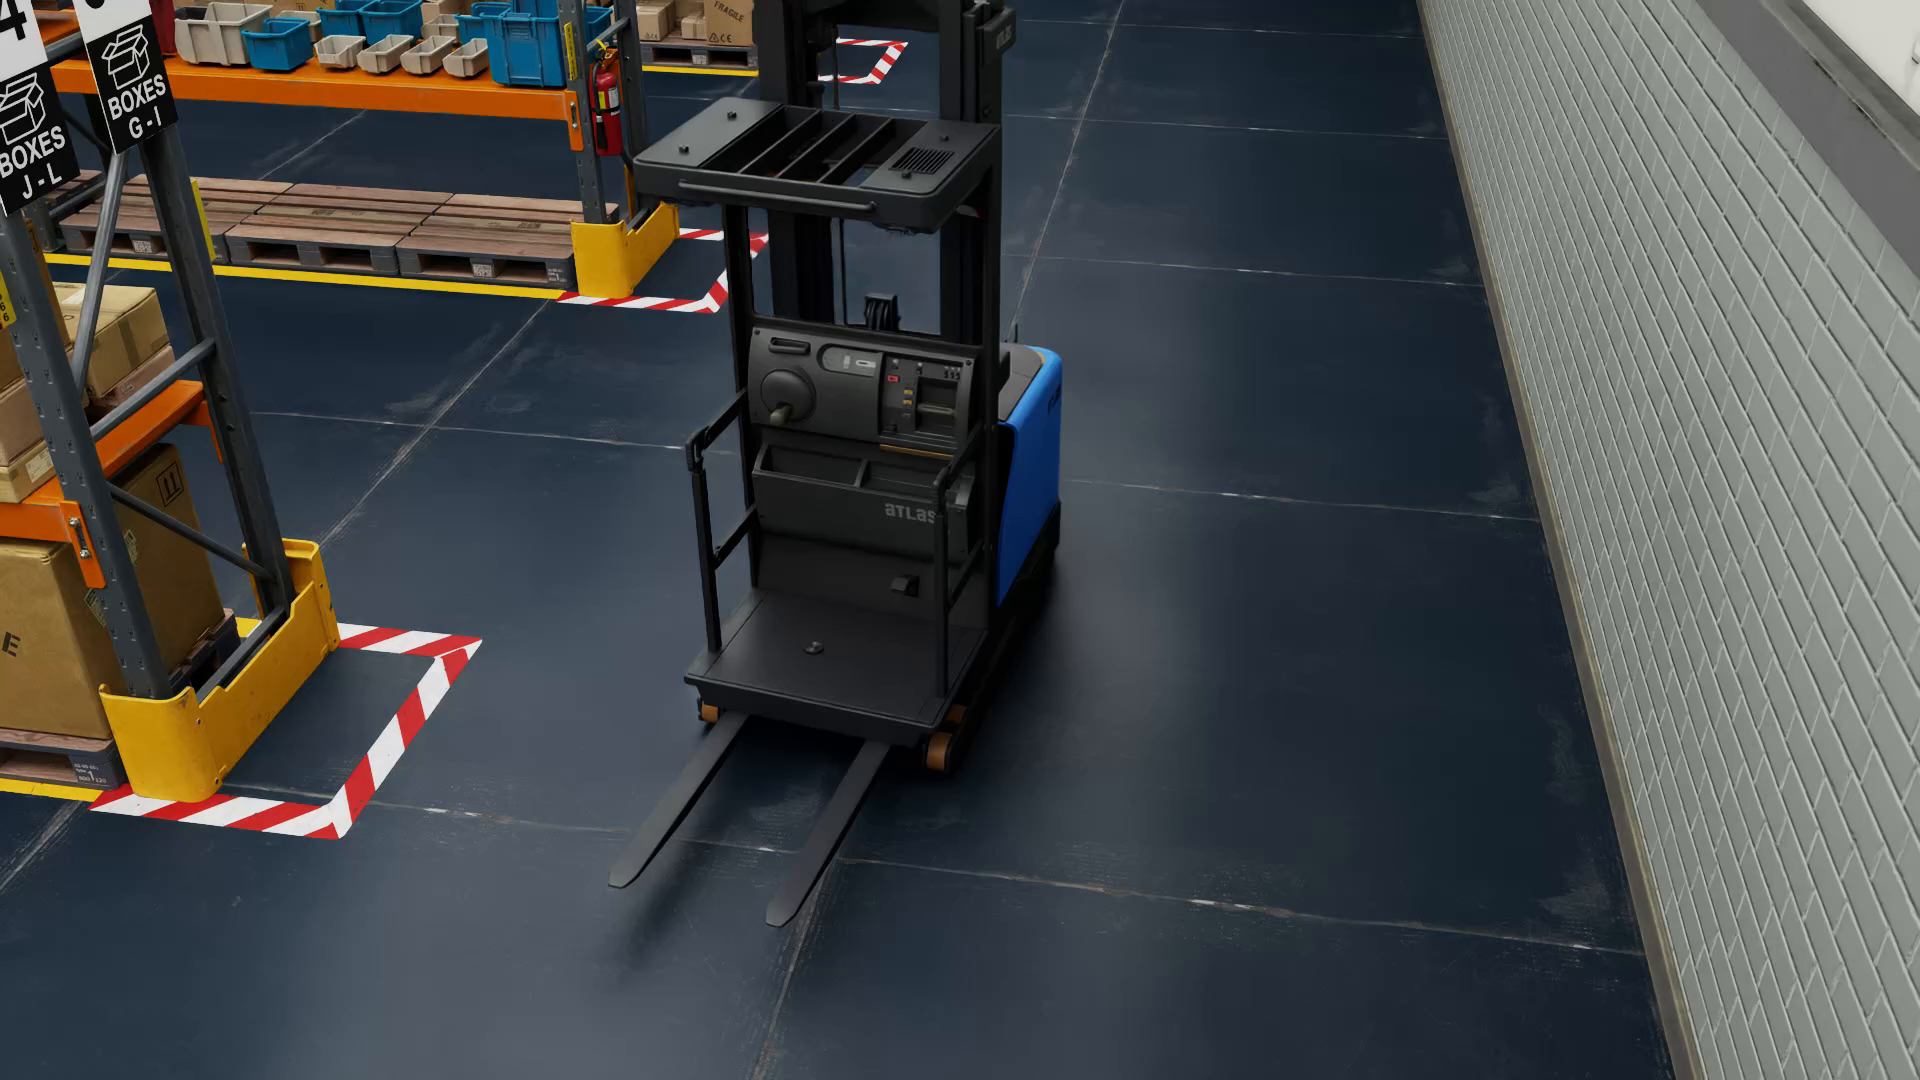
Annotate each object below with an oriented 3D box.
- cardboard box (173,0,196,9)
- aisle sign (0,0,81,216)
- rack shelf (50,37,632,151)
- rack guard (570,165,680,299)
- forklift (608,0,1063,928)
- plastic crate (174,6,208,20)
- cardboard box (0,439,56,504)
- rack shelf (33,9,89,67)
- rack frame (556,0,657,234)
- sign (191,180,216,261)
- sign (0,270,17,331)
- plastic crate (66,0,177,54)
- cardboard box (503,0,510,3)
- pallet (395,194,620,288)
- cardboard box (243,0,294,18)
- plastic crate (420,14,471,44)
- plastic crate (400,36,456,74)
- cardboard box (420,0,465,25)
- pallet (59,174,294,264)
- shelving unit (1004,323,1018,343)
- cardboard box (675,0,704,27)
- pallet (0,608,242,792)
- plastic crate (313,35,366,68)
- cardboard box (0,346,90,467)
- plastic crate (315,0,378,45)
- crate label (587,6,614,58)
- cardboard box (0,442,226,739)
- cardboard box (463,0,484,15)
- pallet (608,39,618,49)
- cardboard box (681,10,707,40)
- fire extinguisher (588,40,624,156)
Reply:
[{"bbox_3d":[-7.368,-5.244,15.742,0.500,0.500,0.500,4,32,7],"label":"cardboard box"},{"bbox_3d":[-3.059,-1.486,5.347,0.004,0.787,0.394,5,32,8],"label":"aisle sign"},{"bbox_3d":[-4.217,-3.012,10.912,4.000,0.370,1.077,5,32,8],"label":"rack shelf"},{"bbox_3d":[-2.220,-2.083,11.107,0.348,0.500,1.175,5,32,8],"label":"rack guard"},{"bbox_3d":[-0.459,-0.542,6.354,1.130,2.935,3.031,10,33,15],"label":"forklift"},{"bbox_3d":[-5.040,-3.444,11.129,0.590,0.125,0.437,5,32,8],"label":"plastic crate"},{"bbox_3d":[-3.485,-0.301,6.140,0.250,0.149,0.380,6,33,9],"label":"cardboard box"},{"bbox_3d":[-5.051,-1.693,5.978,4.000,0.370,1.077,5,32,8],"label":"rack shelf"},{"bbox_3d":[-2.246,-3.138,10.436,0.127,3.000,1.000,5,32,8],"label":"rack frame"},{"bbox_3d":[-2.980,-1.238,6.510,0.005,0.325,0.100,5,32,8],"label":"sign"},{"bbox_3d":[-3.184,-0.856,5.476,0.005,0.325,0.100,5,32,8],"label":"sign"},{"bbox_3d":[-5.351,-3.337,10.637,0.583,0.464,0.402,5,32,8],"label":"plastic crate"},{"bbox_3d":[-4.003,-5.163,15.790,0.500,0.311,0.500,5,32,8],"label":"cardboard box"},{"bbox_3d":[-3.052,-2.050,11.326,1.213,0.211,1.003,5,32,8],"label":"pallet"},{"bbox_3d":[-6.372,-5.155,15.600,0.500,0.500,0.500,5,32,8],"label":"cardboard box"},{"bbox_3d":[-3.405,-3.378,11.012,0.298,0.136,0.250,5,32,8],"label":"plastic crate"},{"bbox_3d":[-3.363,-3.063,10.509,0.243,0.136,0.396,5,32,8],"label":"plastic crate"},{"bbox_3d":[-4.974,-4.982,15.501,0.500,0.311,0.500,5,32,8],"label":"cardboard box"},{"bbox_3d":[-5.457,-2.268,11.674,1.213,0.211,1.003,5,32,8],"label":"pallet"},{"bbox_3d":[0.125,-0.558,8.152,0.252,1.050,0.215,10,33,15],"label":"shelving unit"},{"bbox_3d":[-2.390,-4.991,15.573,0.500,0.250,0.500,5,32,8],"label":"cardboard box"},{"bbox_3d":[-3.880,0.604,7.086,1.213,0.211,1.003,5,32,8],"label":"pallet"},{"bbox_3d":[-3.937,-3.092,10.555,0.250,0.136,0.298,5,32,8],"label":"plastic crate"},{"bbox_3d":[-3.601,-0.515,6.106,0.500,0.250,0.500,5,32,7],"label":"cardboard box"},{"bbox_3d":[-4.027,-3.431,11.006,0.300,0.233,0.416,5,32,8],"label":"plastic crate"},{"bbox_3d":[-2.434,-3.287,10.775,0.303,0.233,0.416,5,32,8],"label":"crate label"},{"bbox_3d":[-3.723,0.160,6.774,0.875,0.875,0.875,5,32,8],"label":"cardboard box"},{"bbox_3d":[-4.742,-5.310,15.847,0.500,0.500,0.500,5,32,8],"label":"cardboard box"},{"bbox_3d":[-3.469,-4.734,15.614,1.213,0.211,1.003,5,32,8],"label":"pallet"},{"bbox_3d":[-2.370,-4.717,15.214,0.250,0.166,0.380,5,32,8],"label":"cardboard box"},{"bbox_3d":[-2.174,-2.696,10.154,0.183,0.674,0.296,5,32,8],"label":"fire extinguisher"}]
